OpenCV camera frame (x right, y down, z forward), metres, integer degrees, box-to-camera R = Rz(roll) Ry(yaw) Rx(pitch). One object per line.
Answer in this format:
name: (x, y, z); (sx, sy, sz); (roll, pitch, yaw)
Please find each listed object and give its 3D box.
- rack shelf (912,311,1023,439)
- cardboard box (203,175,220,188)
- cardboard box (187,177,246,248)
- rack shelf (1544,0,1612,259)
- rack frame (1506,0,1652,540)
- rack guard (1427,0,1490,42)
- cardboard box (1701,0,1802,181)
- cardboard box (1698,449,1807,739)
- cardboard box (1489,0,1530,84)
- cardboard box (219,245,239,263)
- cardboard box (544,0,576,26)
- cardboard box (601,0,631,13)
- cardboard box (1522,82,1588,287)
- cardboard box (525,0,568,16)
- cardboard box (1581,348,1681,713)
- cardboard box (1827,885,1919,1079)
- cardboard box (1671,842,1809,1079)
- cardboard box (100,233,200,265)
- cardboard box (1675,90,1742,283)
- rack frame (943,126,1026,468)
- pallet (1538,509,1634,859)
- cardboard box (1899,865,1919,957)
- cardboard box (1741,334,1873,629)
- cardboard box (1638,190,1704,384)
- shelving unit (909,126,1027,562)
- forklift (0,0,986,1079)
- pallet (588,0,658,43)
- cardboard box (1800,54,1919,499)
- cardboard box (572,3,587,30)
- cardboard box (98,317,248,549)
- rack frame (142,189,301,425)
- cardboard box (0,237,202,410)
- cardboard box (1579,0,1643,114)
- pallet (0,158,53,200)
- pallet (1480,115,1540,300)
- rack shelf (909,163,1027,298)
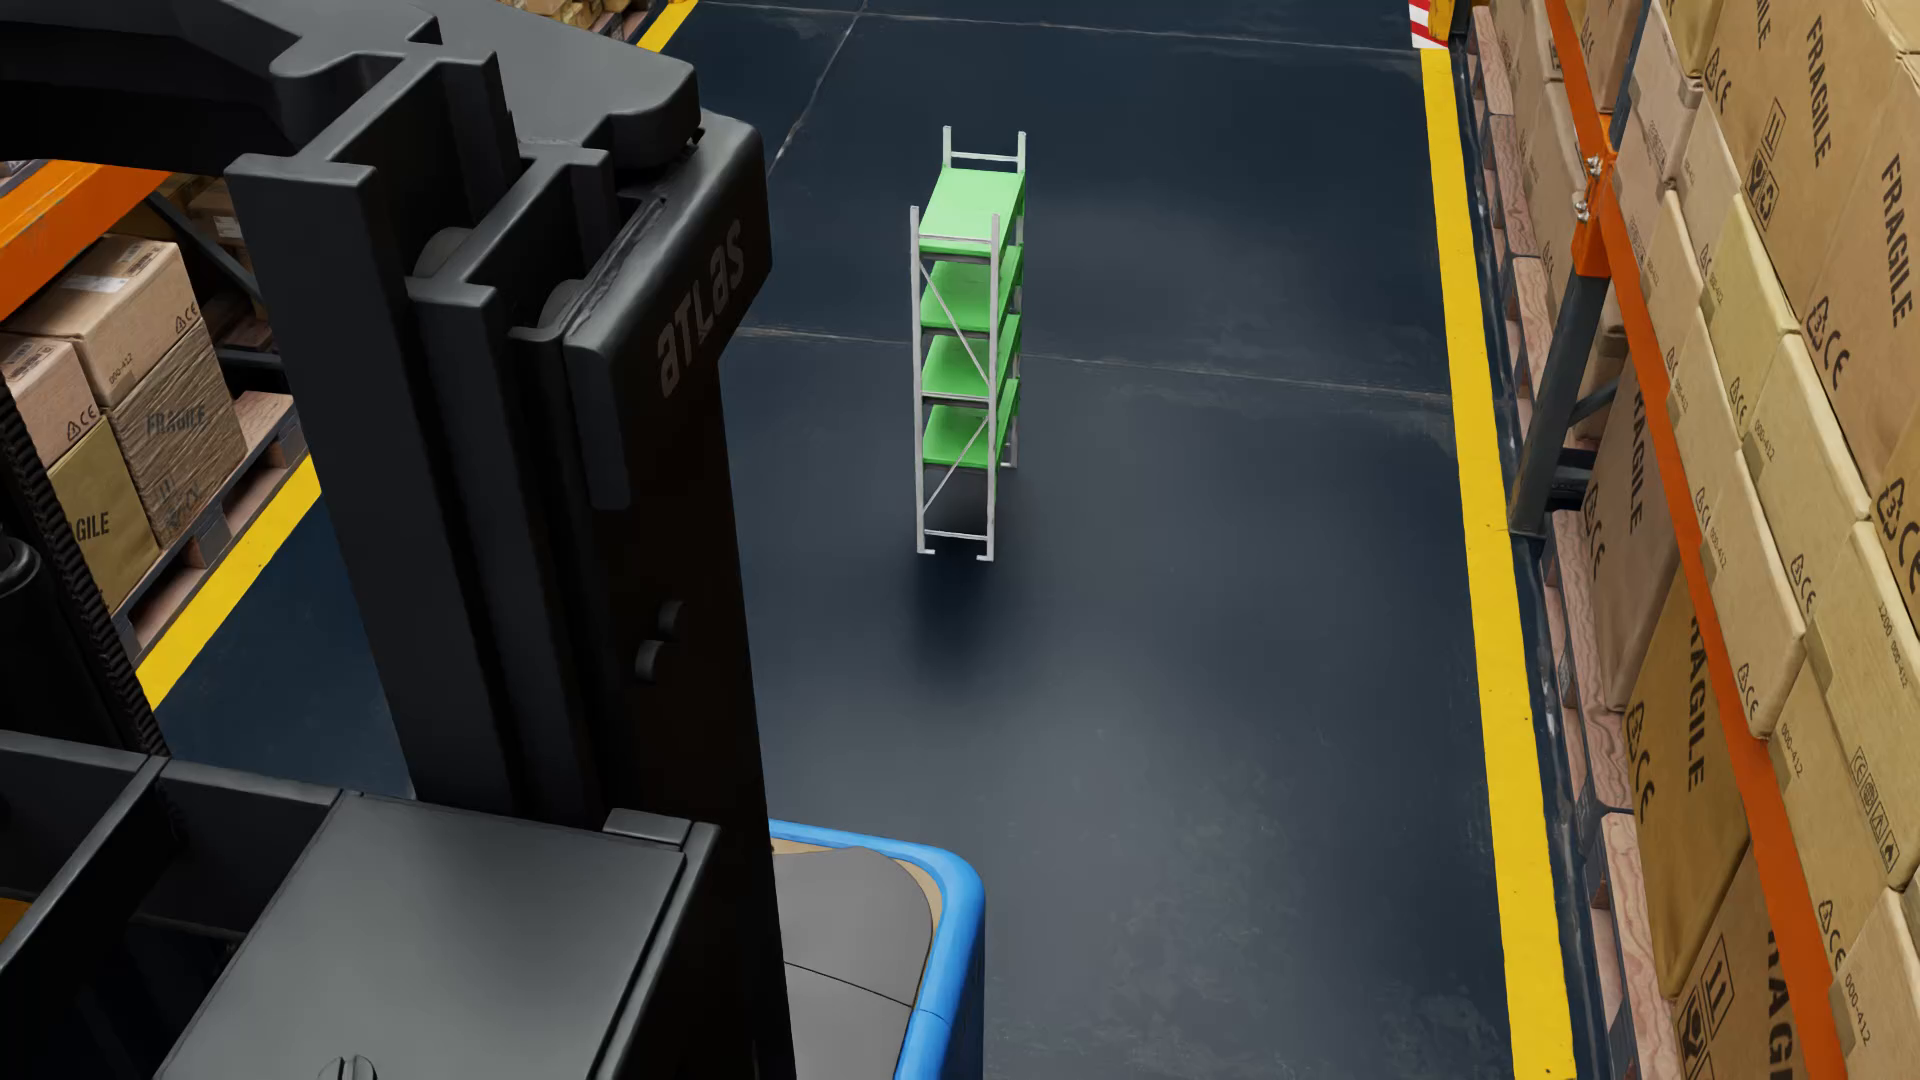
rack shelf: (0.029, -0.517, 5.034); (0.258, 0.148, 0.480); (6, 40, 8)
cardboard box: (-2.842, -1.345, 5.964); (0.380, 0.149, 0.250); (7, 40, 8)
cardboard box: (-2.388, -1.122, 5.693); (0.380, 0.149, 0.250); (8, 40, 9)
rack shelf: (2.587, -2.131, 6.038); (1.077, 0.370, 4.000); (6, 40, 8)
rack frame: (2.241, -1.153, 4.291); (1.000, 3.000, 0.127); (6, 40, 8)
rack guard: (2.937, -2.715, 8.142); (1.175, 0.500, 0.348); (6, 40, 8)
cardboard box: (1.821, -1.011, 3.255); (0.500, 0.500, 0.500); (6, 40, 7)
cardboard box: (1.617, 0.109, 2.882); (0.500, 0.250, 0.500); (6, 40, 7)
cardboard box: (2.917, -2.413, 7.496); (0.875, 0.438, 0.875); (5, 40, 6)
cardboard box: (-2.792, -1.136, 6.178); (0.380, 0.149, 0.250); (7, 40, 9)
cardboard box: (-1.935, -2.309, 7.362); (0.380, 0.149, 0.250); (7, 40, 8)
cardboard box: (-1.790, -2.683, 8.049); (0.380, 0.149, 0.250); (8, 40, 9)
cardboard box: (2.610, -1.272, 6.116); (0.875, 0.438, 0.875); (5, 40, 6)
cardboard box: (-1.920, -2.420, 7.264); (0.380, 0.149, 0.250); (8, 40, 9)
cardboard box: (2.212, -0.099, 4.353); (0.875, 0.875, 0.875); (8, 40, 9)
cardboard box: (1.454, 0.746, 2.111); (0.500, 0.250, 0.500); (7, 40, 8)
cardboard box: (1.909, 1.030, 2.988); (0.875, 0.875, 0.875); (7, 40, 8)
cardboard box: (-2.910, -1.046, 5.836); (0.380, 0.149, 0.250); (7, 40, 9)
cardboard box: (1.825, -0.713, 3.484); (0.500, 0.250, 0.500); (7, 40, 8)
rack frame: (0.071, -0.719, 5.179); (0.240, 1.200, 0.015); (6, 40, 8)
pallet: (2.182, 0.414, 4.584); (1.003, 0.211, 1.213); (6, 40, 8)
cardboard box: (1.467, 0.568, 1.935); (0.500, 0.250, 0.500); (5, 40, 7)
cardboard box: (1.626, -0.082, 2.720); (0.500, 0.250, 0.500); (5, 40, 6)
cardboard box: (1.817, -0.524, 3.647); (0.500, 0.250, 0.500); (5, 40, 7)
shelving unit: (0.029, -0.566, 4.993); (0.258, 1.200, 0.503); (6, 40, 8)
forklift: (-0.753, 1.100, 1.620); (1.130, 2.935, 3.031); (8, 40, 9)
pallet: (-2.148, -2.518, 8.130); (1.003, 0.211, 1.213); (6, 40, 8)
cardboard box: (1.648, -0.371, 2.481); (0.500, 0.500, 0.500); (6, 40, 7)
cardboard box: (-1.951, -2.371, 7.671); (0.380, 0.149, 0.250); (7, 40, 8)
cardboard box: (-2.532, -0.342, 4.942); (0.500, 0.500, 0.500); (6, 40, 7)
rack frame: (-2.652, -1.636, 4.875); (1.000, 3.000, 0.127); (6, 40, 8)
cardboard box: (-2.532, -0.628, 4.699); (0.500, 0.250, 0.500); (5, 40, 6)
cardboard box: (2.069, -1.511, 4.645); (0.500, 0.500, 0.500); (7, 40, 8)
pallet: (-2.927, -1.098, 4.375); (1.003, 0.211, 1.213); (6, 40, 8)
pallet: (2.658, -1.315, 6.675); (1.003, 0.211, 1.213); (6, 40, 8)
rack shelf: (0.029, -0.887, 4.728); (0.258, 0.148, 0.480); (6, 40, 8)
